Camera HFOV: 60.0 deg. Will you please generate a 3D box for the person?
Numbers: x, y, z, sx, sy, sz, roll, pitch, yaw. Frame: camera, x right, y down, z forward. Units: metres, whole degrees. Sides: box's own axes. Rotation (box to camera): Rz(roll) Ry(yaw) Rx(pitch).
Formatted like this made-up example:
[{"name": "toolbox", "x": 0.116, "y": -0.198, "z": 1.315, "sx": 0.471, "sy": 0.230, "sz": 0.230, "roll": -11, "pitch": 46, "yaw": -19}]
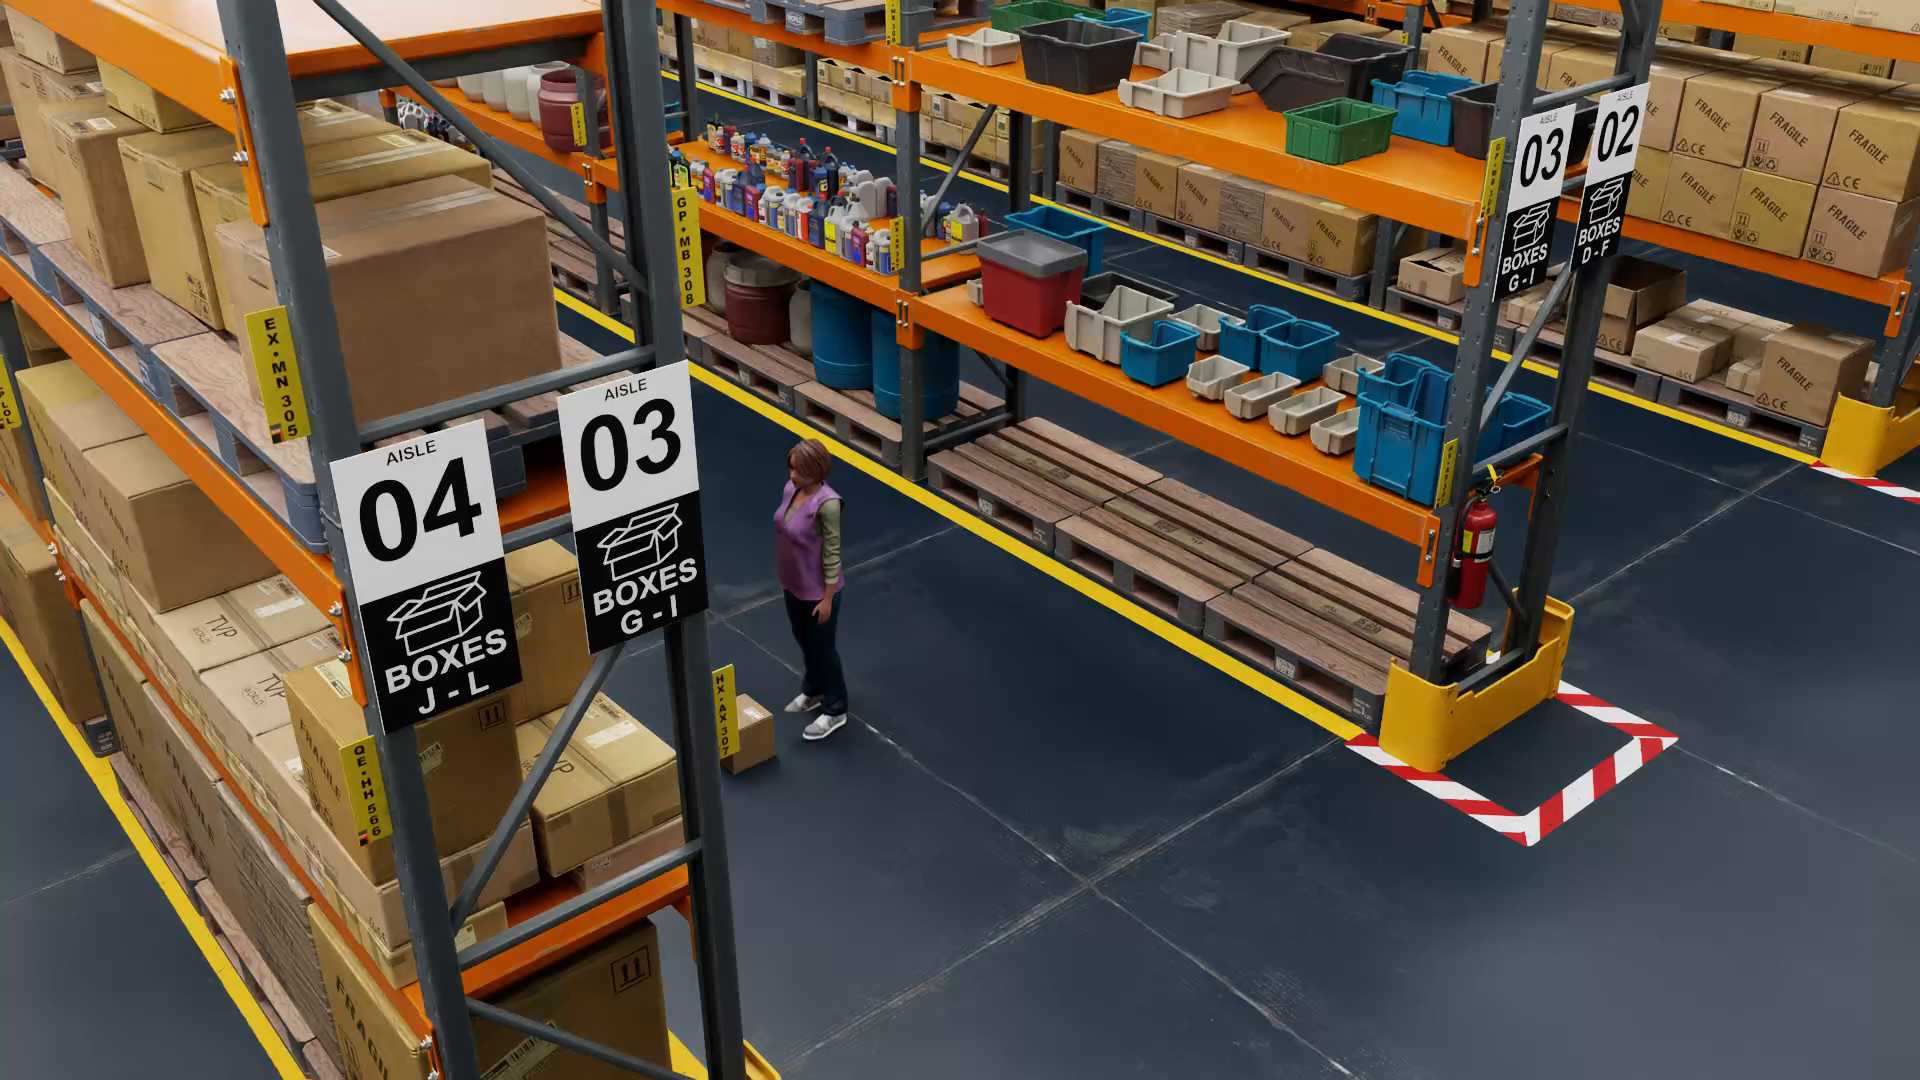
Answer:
[{"name": "person", "x": -0.729, "y": 0.245, "z": 8.204, "sx": 0.311, "sy": 1.623, "sz": 0.420, "roll": -21, "pitch": 35, "yaw": -34}]
